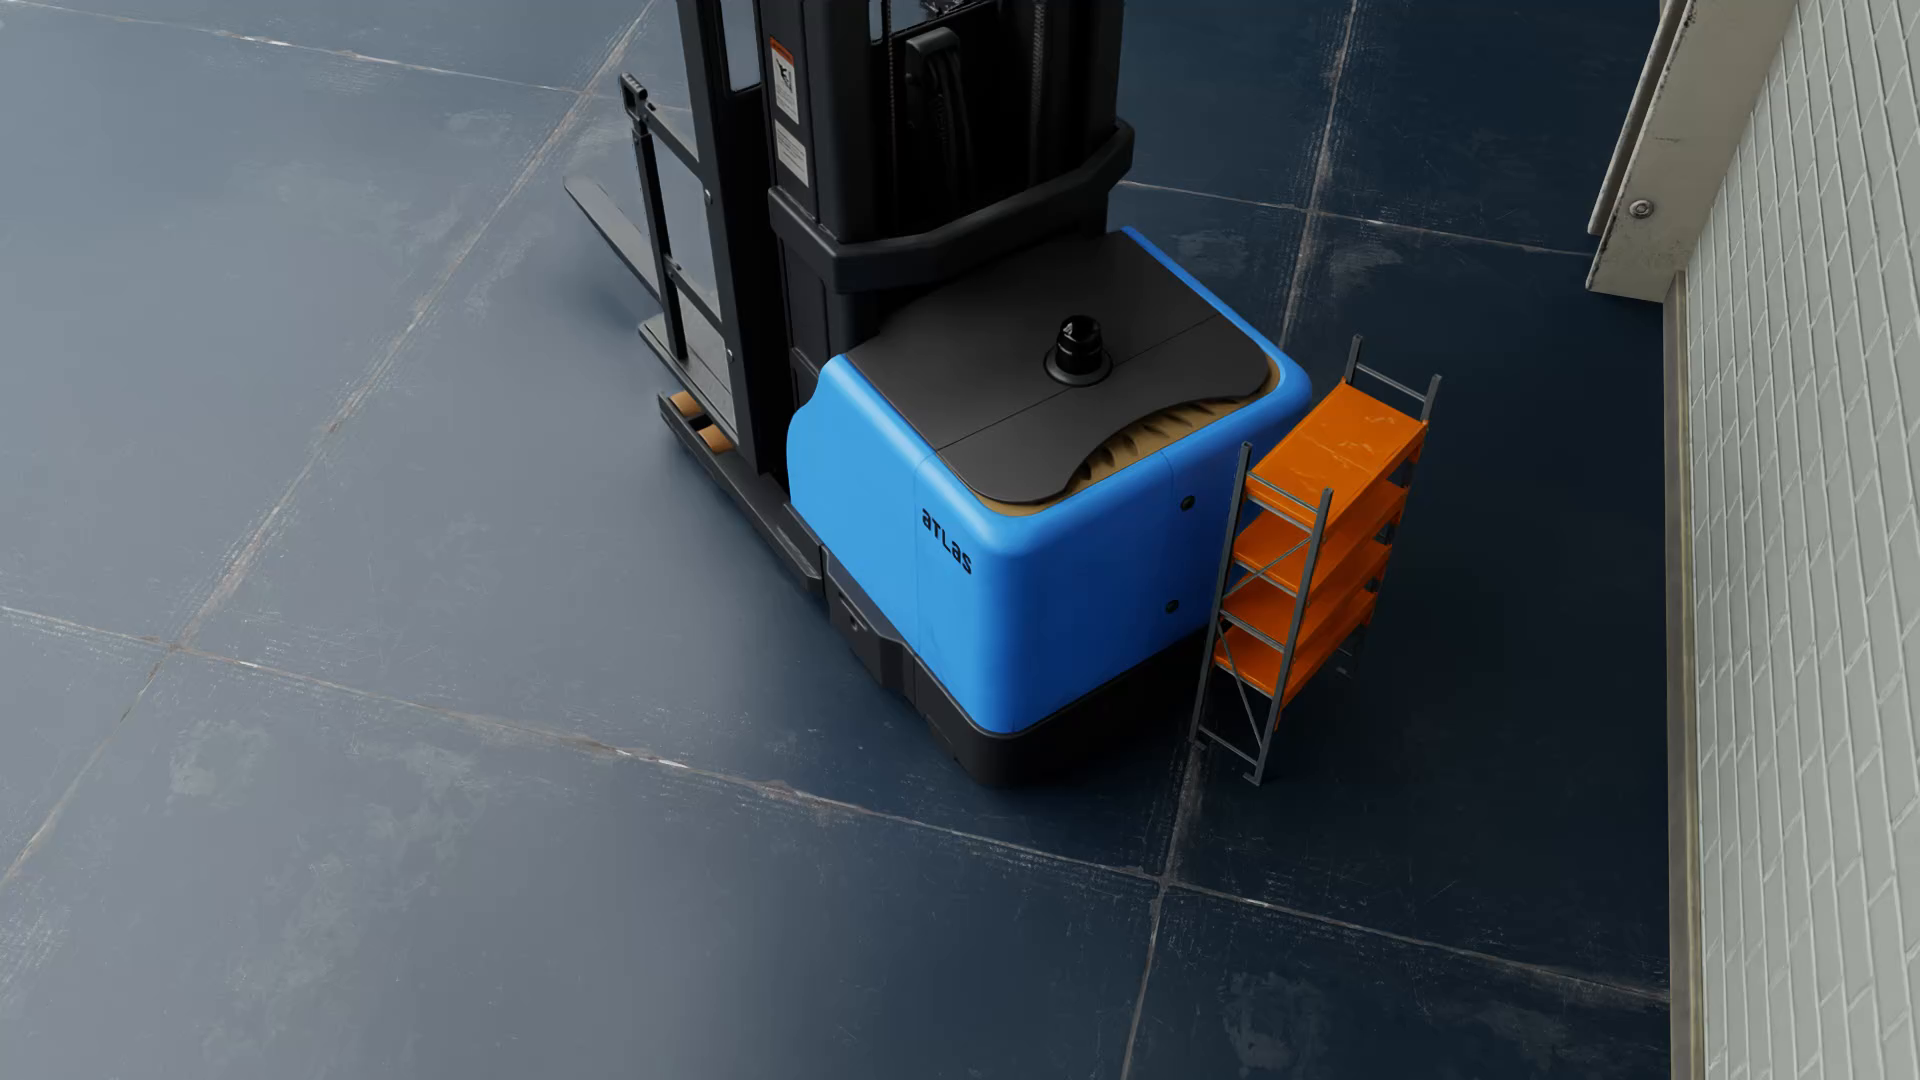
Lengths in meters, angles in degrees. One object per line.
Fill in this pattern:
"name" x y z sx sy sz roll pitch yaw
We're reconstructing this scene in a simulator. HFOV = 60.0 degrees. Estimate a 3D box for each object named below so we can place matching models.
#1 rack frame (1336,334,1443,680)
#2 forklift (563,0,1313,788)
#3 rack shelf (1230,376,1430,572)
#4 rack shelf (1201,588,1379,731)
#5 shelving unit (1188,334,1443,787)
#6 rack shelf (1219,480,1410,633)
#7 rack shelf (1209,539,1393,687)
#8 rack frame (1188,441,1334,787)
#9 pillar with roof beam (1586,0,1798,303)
"rack frame" 1.064 -0.048 4.492 0.240 1.200 0.015 33 56 25
"forklift" -0.335 -1.369 4.503 1.130 2.935 3.031 -27 54 -22
"rack shelf" 0.906 -0.169 4.075 0.258 0.148 0.480 33 56 25
"rack shelf" 0.906 0.267 4.569 0.258 0.148 0.480 33 56 25
"shelving unit" 0.906 0.091 4.369 0.258 1.200 0.503 33 56 25
"rack shelf" 0.906 -0.013 4.252 0.258 0.148 0.480 33 56 25
"rack shelf" 0.906 0.135 4.420 0.258 0.148 0.480 33 56 25
"rack frame" 0.747 0.230 4.246 0.240 1.200 0.015 33 56 25
"pillar with roof beam" -1.674 -4.851 3.529 9.100 9.000 0.400 12 50 10
